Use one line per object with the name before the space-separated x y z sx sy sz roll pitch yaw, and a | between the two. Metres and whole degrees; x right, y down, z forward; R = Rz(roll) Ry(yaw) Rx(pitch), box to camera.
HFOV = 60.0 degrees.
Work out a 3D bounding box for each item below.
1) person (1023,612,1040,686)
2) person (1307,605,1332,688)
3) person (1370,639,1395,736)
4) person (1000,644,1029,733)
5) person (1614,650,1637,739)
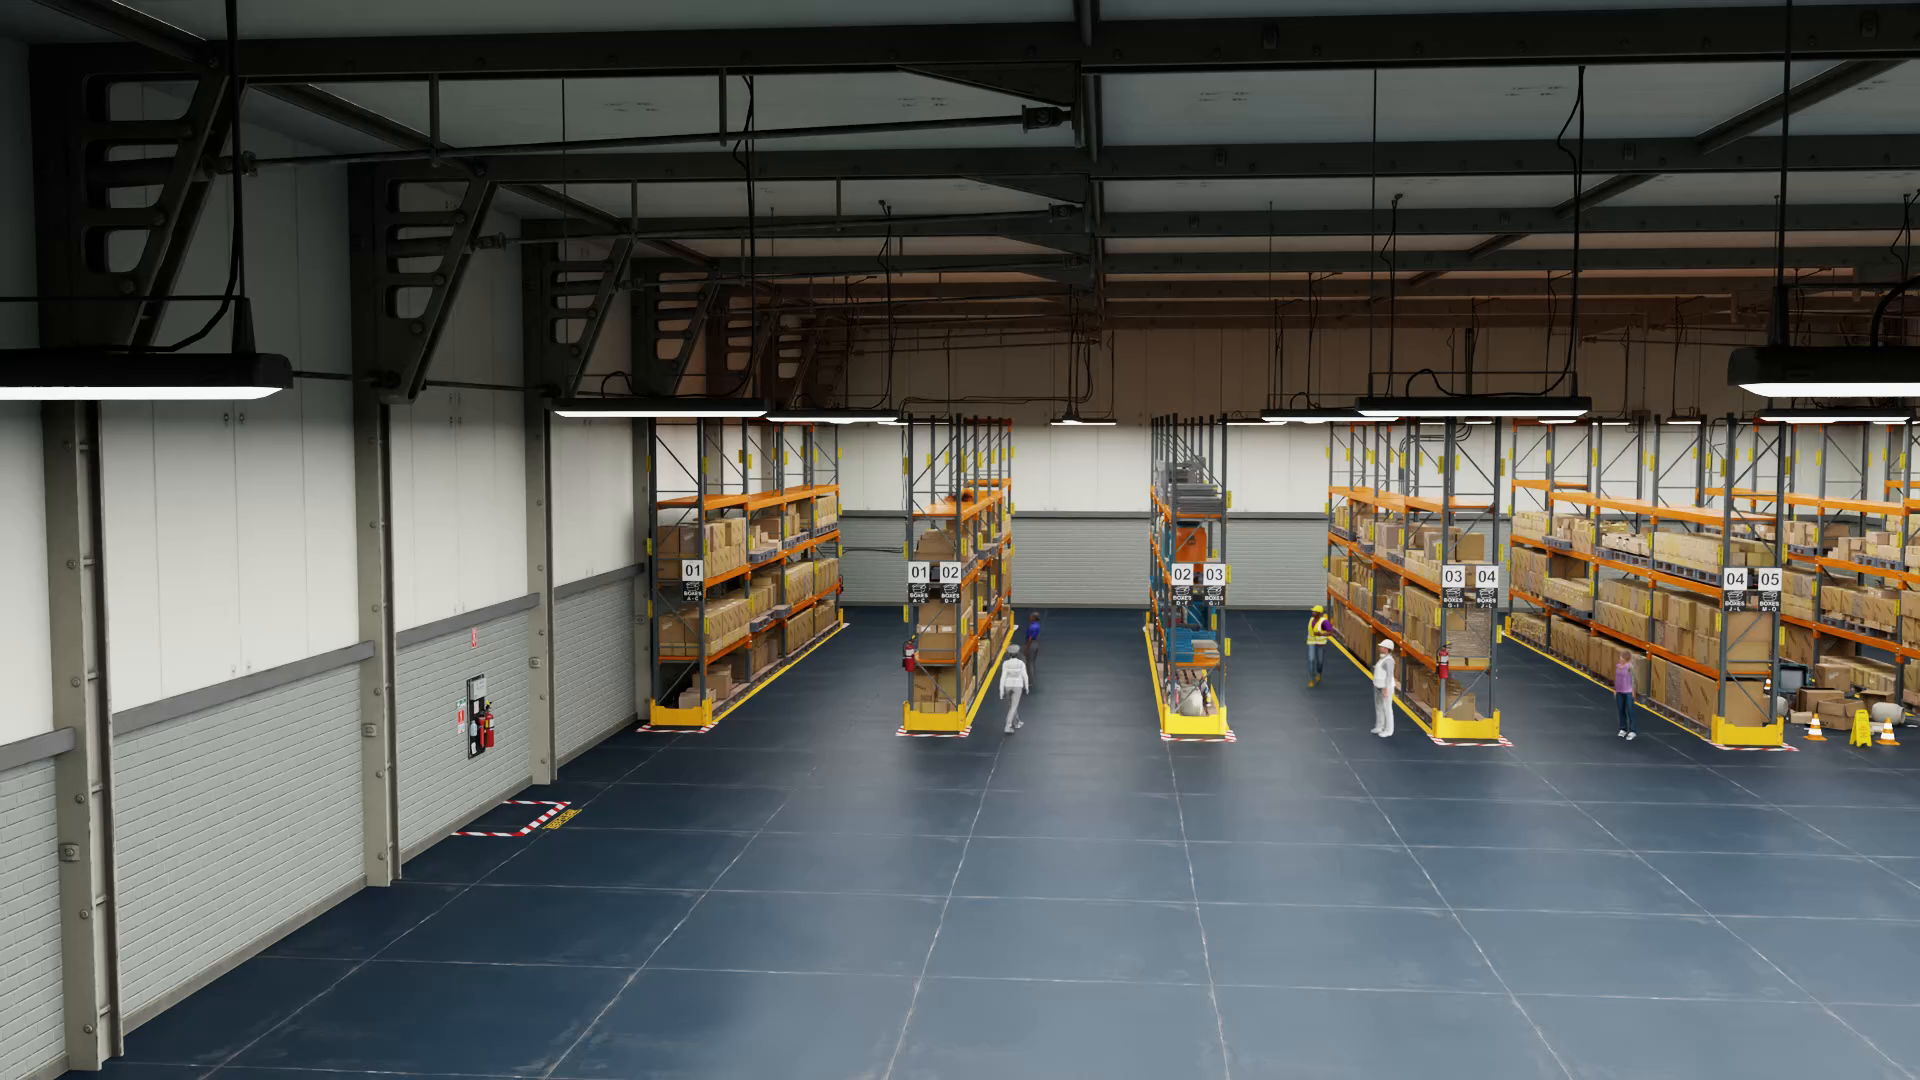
person | 1.534 2.415 36.956 0.482 1.661 0.498 1 4 15
person | 8.005 2.354 37.054 0.547 1.809 0.829 1 4 11
person | 7.908 2.738 31.020 0.399 1.779 0.582 -1 4 -15
person | 1.056 2.778 31.292 0.454 1.640 0.966 2 5 32
person | 12.331 2.866 30.816 0.379 1.582 0.524 -2 4 -29
